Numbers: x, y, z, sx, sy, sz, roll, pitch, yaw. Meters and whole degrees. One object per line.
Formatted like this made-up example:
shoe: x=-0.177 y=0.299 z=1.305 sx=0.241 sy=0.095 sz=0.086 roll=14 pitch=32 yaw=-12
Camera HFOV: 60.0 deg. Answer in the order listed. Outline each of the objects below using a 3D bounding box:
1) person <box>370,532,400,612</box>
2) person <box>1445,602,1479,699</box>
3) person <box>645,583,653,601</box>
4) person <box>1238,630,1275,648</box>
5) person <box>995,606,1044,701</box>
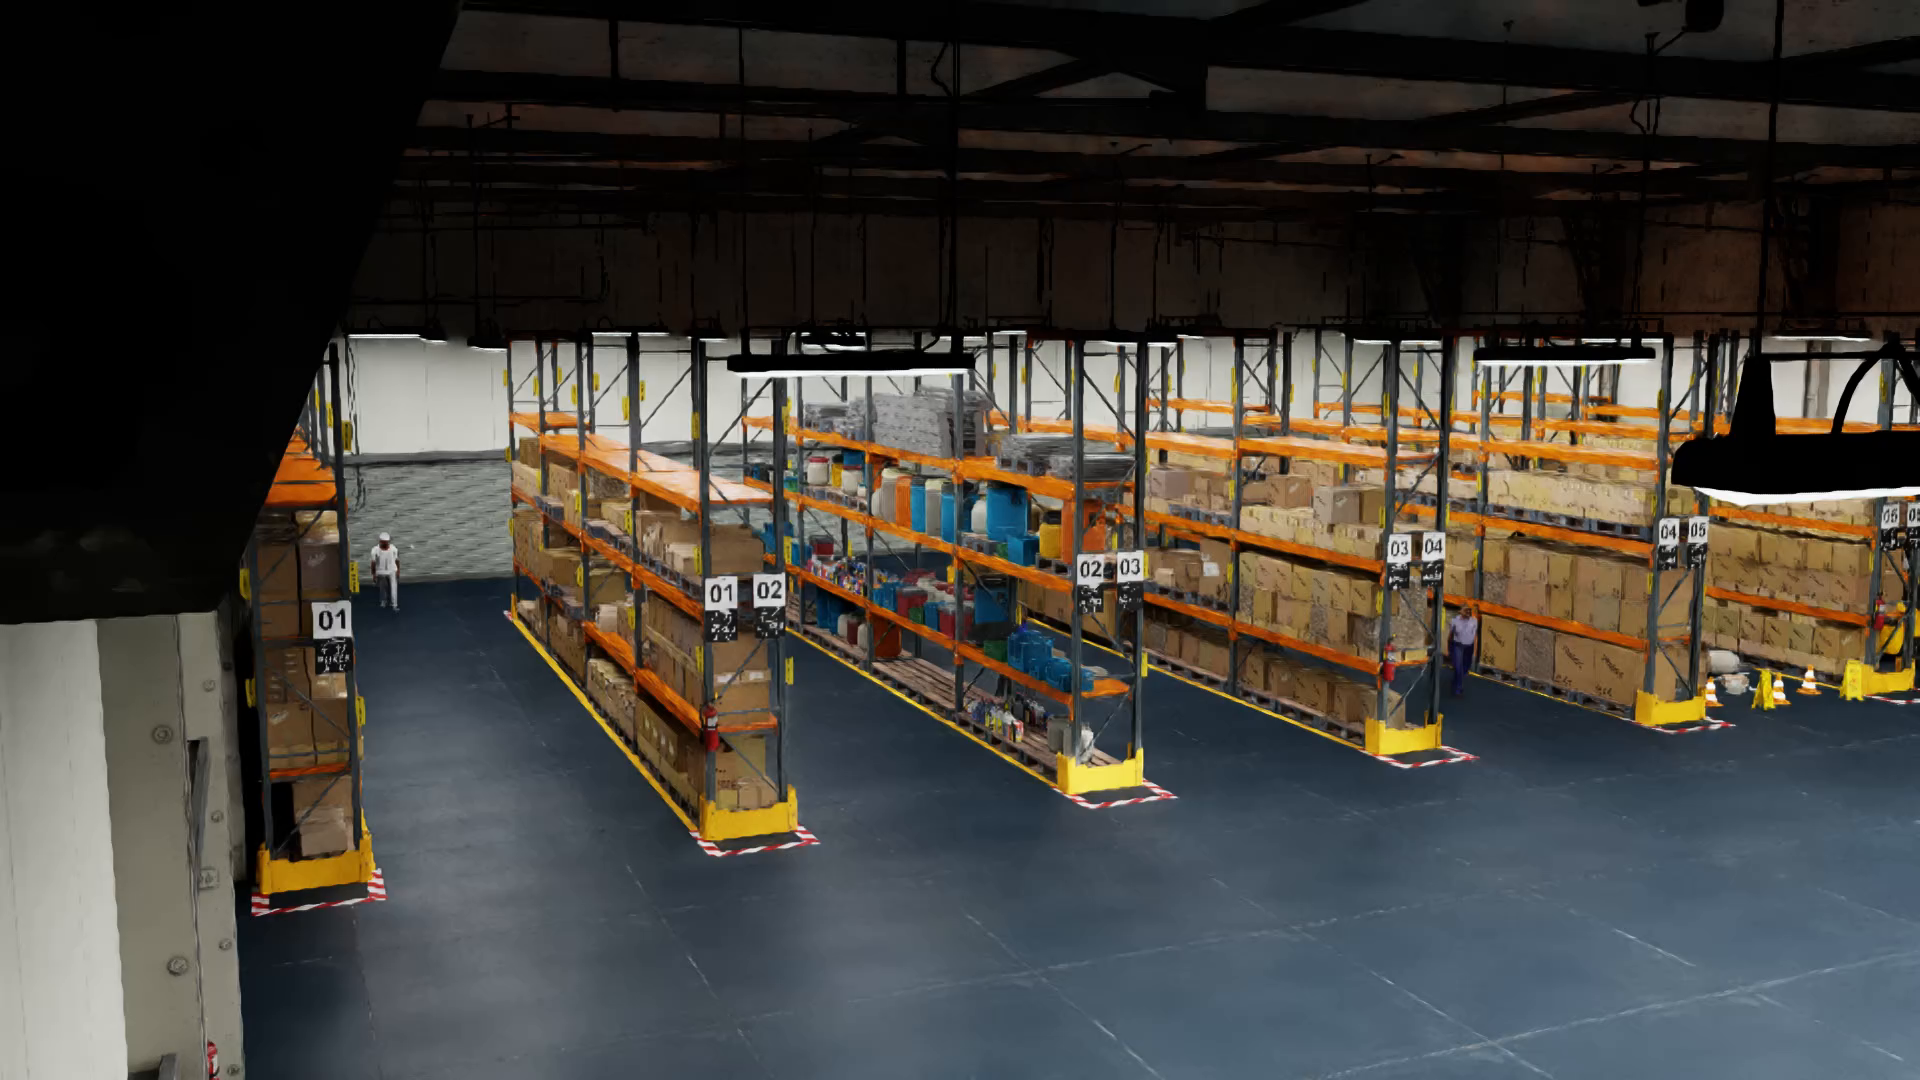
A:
person: x=-12.240 y=0.671 z=35.419 sx=0.577 sy=1.691 sz=1.121 roll=-3 pitch=8 yaw=-21
person: x=8.327 y=1.792 z=27.580 sx=0.498 sy=1.593 sz=0.909 roll=-1 pitch=8 yaw=-7
person: x=-6.244 y=1.009 z=33.299 sx=0.592 sy=1.629 sz=0.532 roll=-4 pitch=9 yaw=-25
person: x=5.580 y=1.174 z=31.603 sx=0.601 sy=1.690 sz=1.174 roll=-4 pitch=9 yaw=-24
person: x=0.938 y=1.853 z=27.095 sx=0.720 sy=1.608 sz=0.592 roll=6 pitch=10 yaw=39
